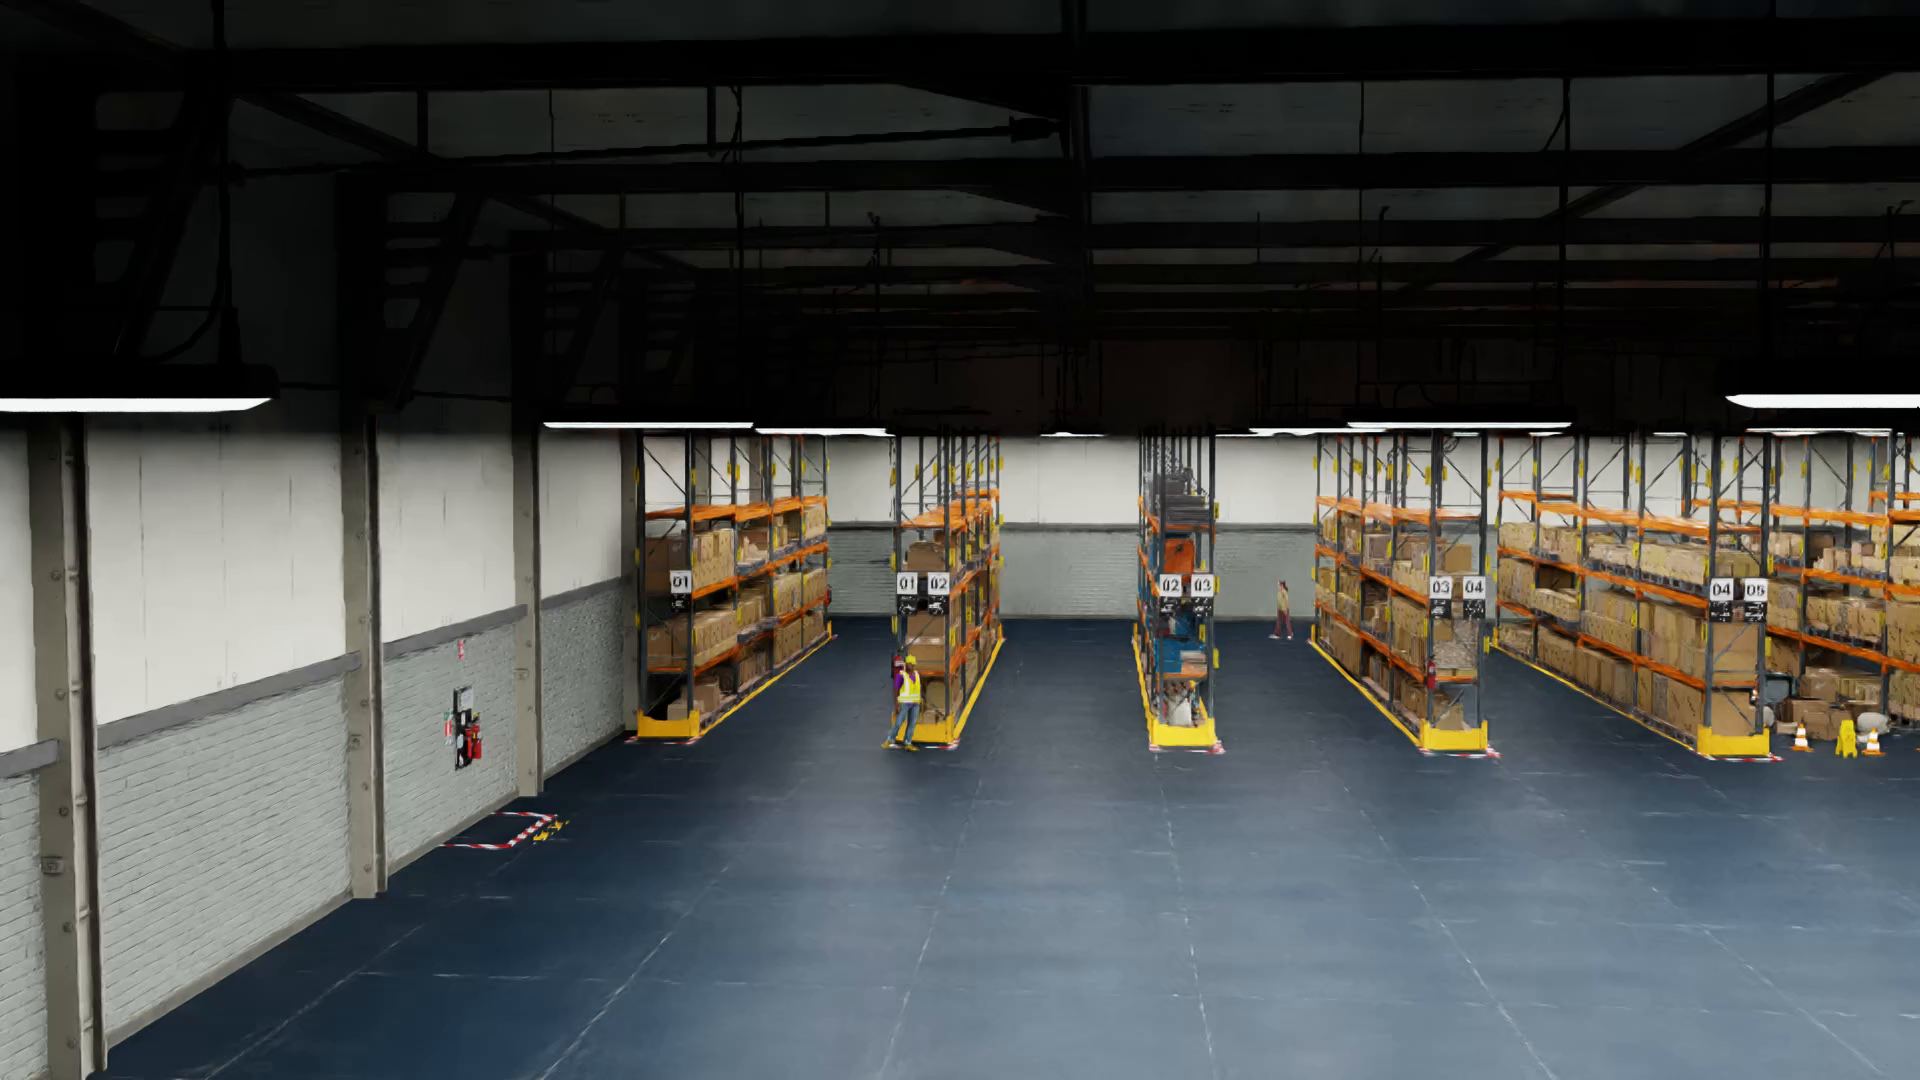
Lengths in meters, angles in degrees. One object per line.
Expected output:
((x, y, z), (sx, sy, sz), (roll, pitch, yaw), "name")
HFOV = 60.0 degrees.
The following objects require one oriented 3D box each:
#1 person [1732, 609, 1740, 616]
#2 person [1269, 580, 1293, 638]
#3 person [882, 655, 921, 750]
((17.874, 2.478, 38.441), (0.644, 1.773, 0.673), (2, 4, 29), "person")
((9.221, 1.990, 47.637), (0.621, 1.664, 0.575), (-1, 4, -16), "person")
((-1.055, 2.985, 30.510), (0.746, 1.759, 0.529), (-3, 4, -36), "person")
